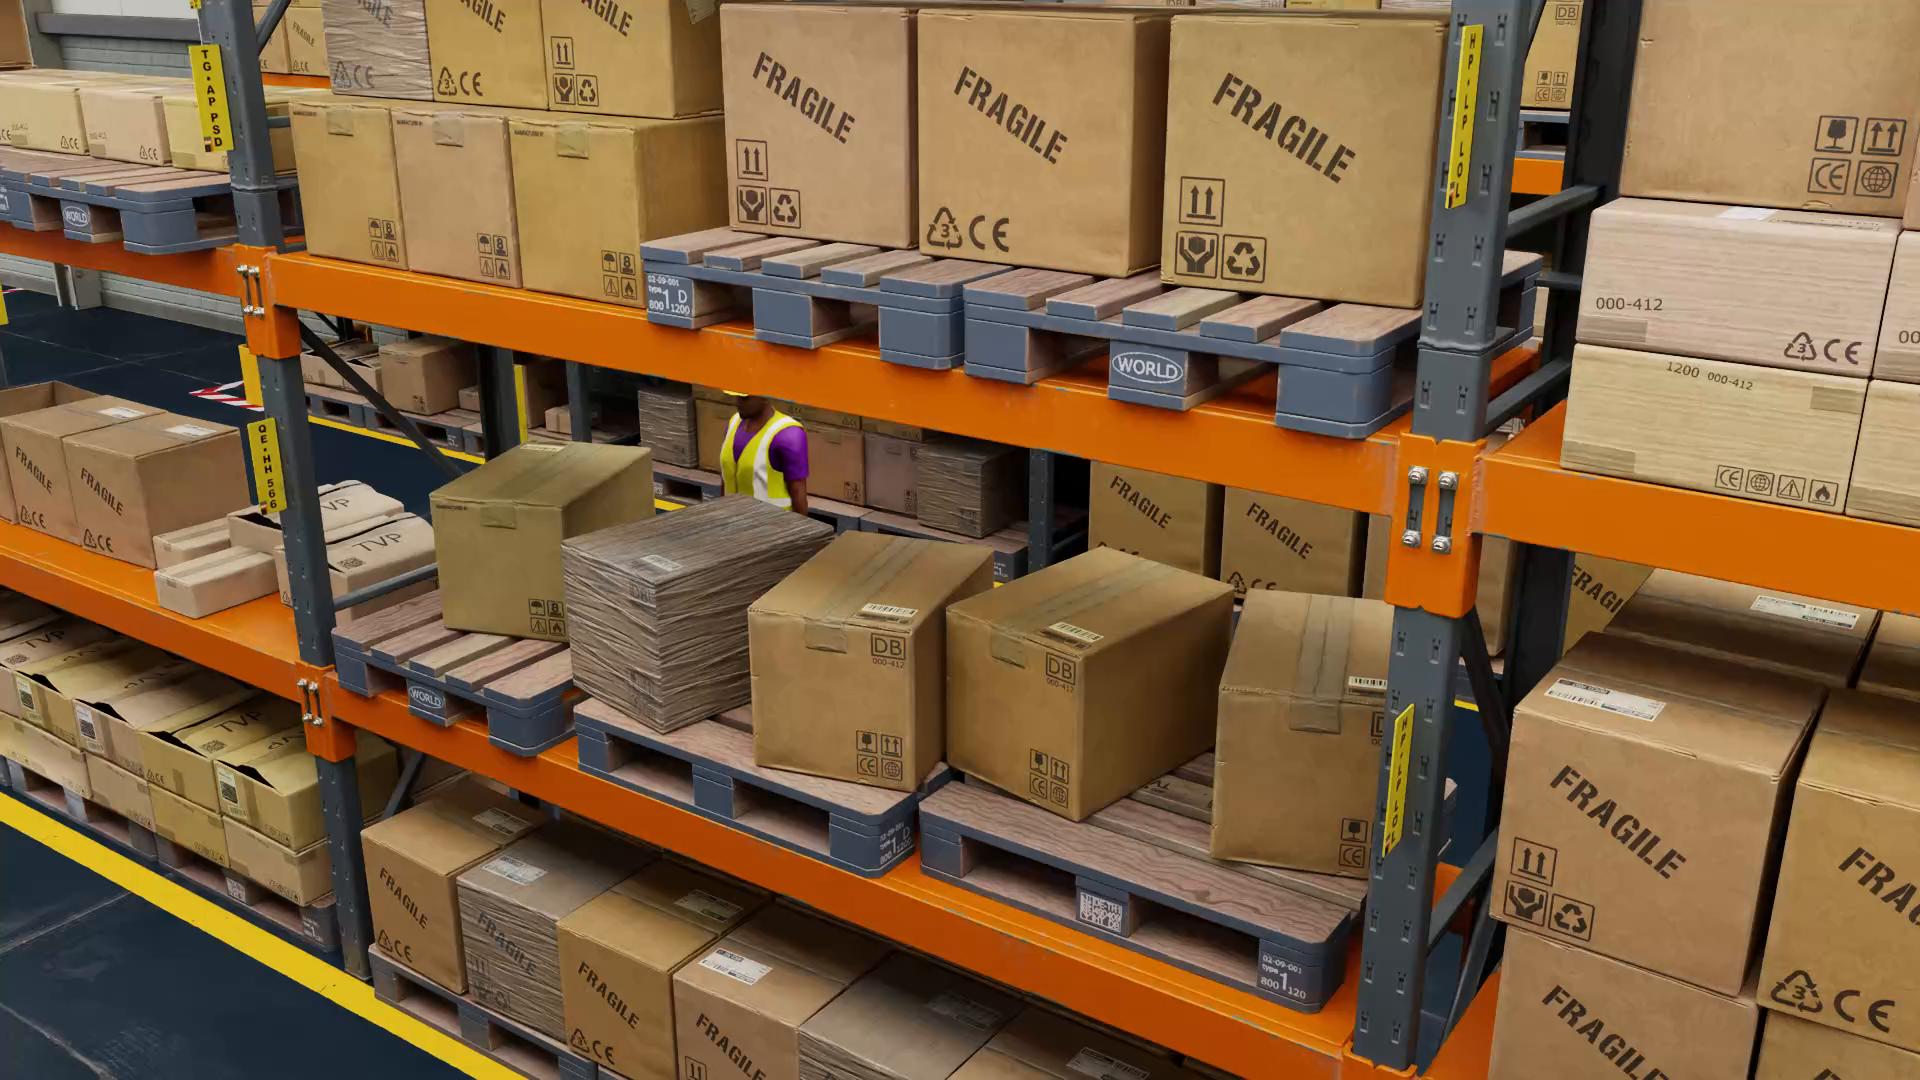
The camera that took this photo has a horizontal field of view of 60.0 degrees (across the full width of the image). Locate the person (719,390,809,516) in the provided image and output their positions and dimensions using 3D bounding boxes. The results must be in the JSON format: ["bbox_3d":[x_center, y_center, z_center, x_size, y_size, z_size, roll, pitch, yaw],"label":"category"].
[{"bbox_3d":[-1.069,-0.067,8.689,0.606,1.770,0.408,18,26,40],"label":"person"}]
